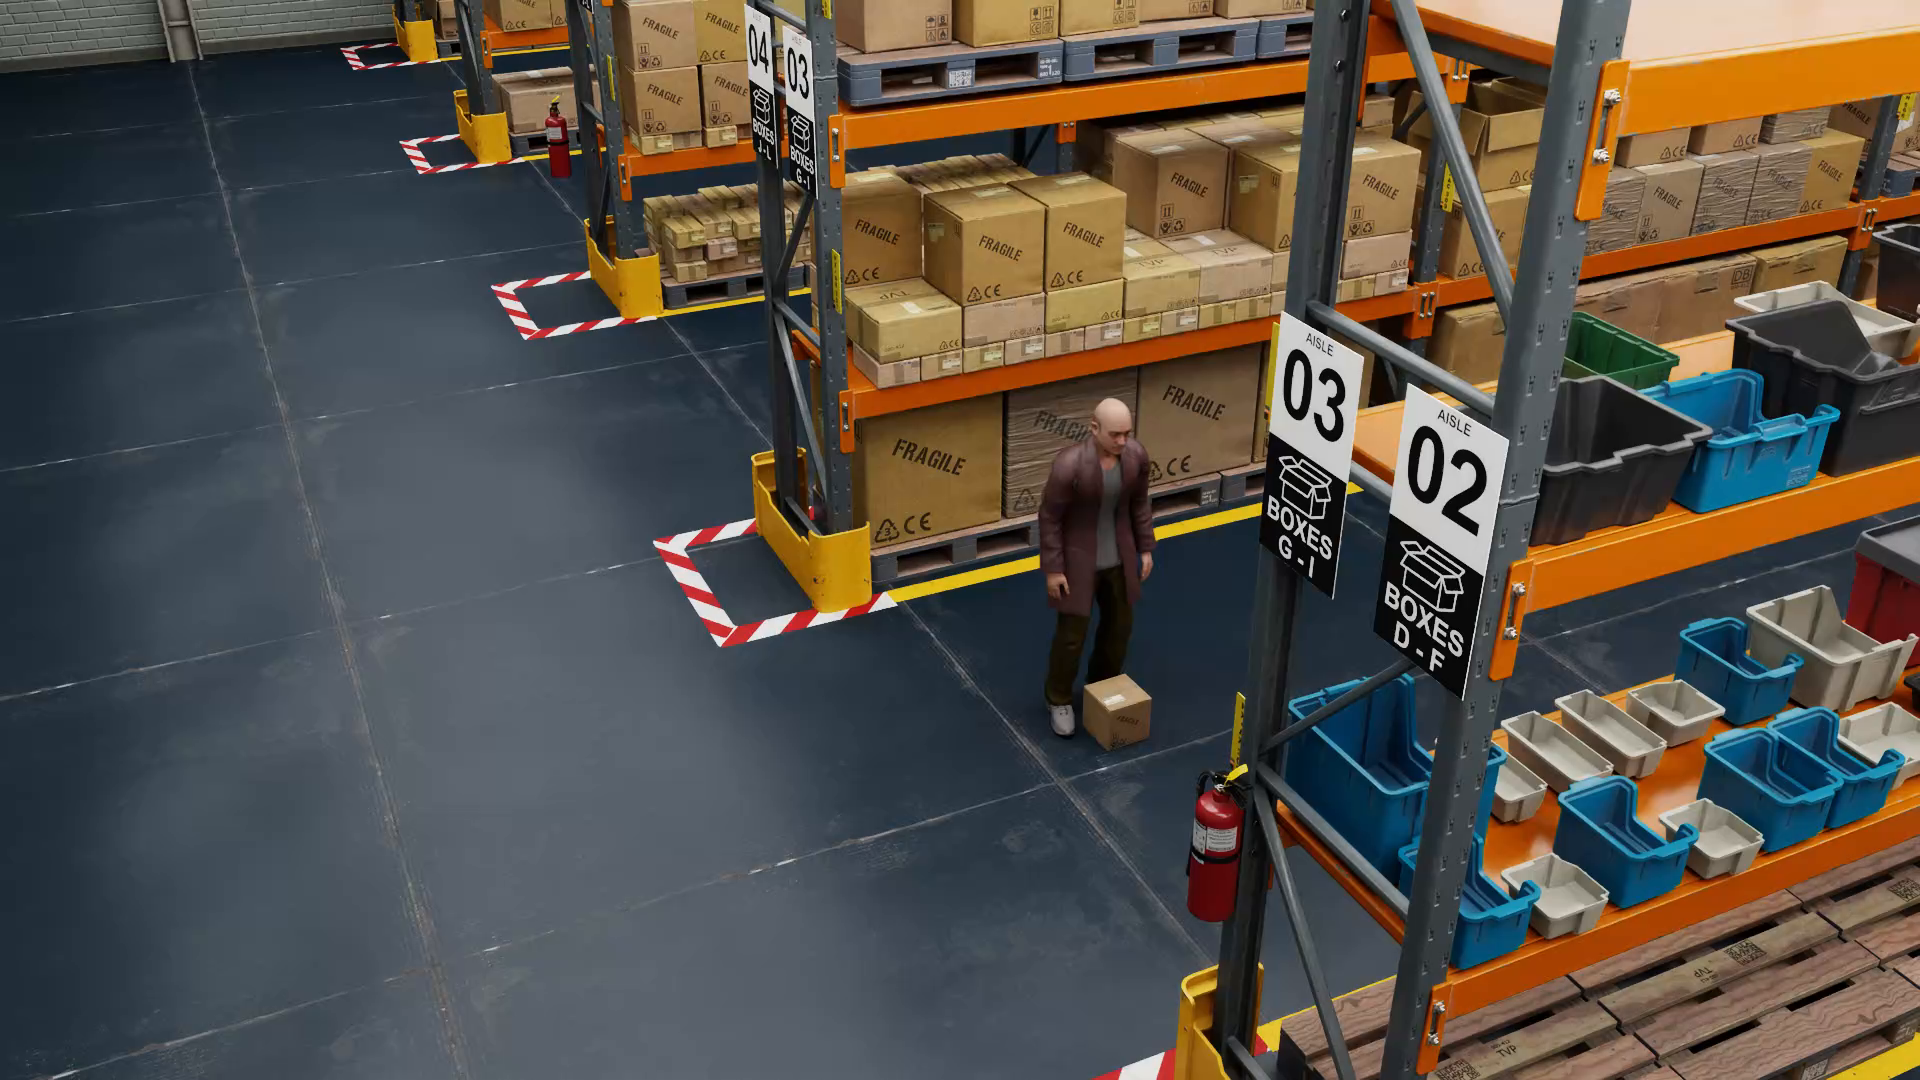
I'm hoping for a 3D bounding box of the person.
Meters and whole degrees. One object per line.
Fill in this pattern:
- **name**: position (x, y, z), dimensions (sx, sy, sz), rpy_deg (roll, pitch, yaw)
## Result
- **person**: position (0.682, 0.103, 8.289), dimensions (0.644, 1.774, 0.427), rpy_deg (-13, 31, -22)
